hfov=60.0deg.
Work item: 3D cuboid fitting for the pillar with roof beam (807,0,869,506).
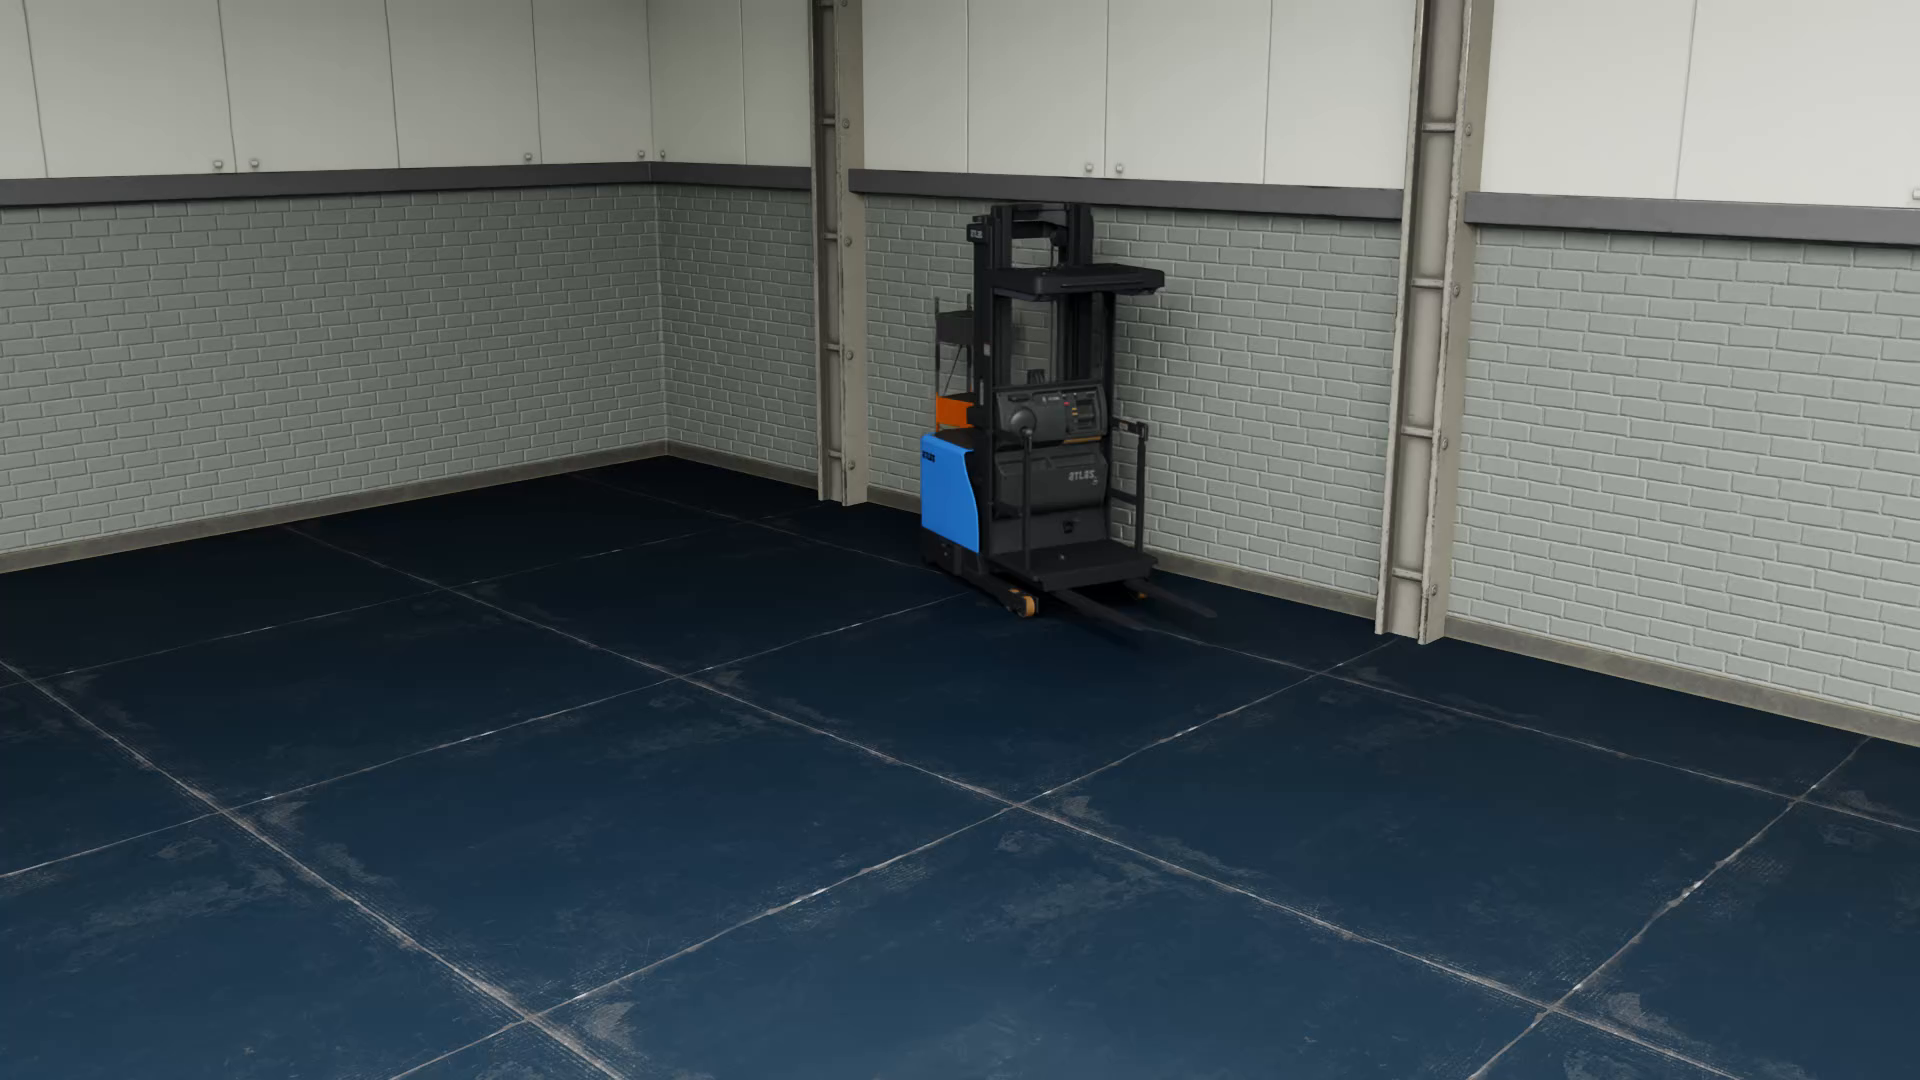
[{"bbox_3d":[-4.098,-3.953,11.756,0.400,9.000,9.100,14,20,42],"label":"pillar with roof beam"}]

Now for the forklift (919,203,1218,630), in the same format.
[{"bbox_3d":[0.796,-0.975,12.359,1.130,2.935,3.031,-8,16,-27],"label":"forklift"}]

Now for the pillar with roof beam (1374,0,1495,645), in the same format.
[{"bbox_3d":[0.221,-2.903,7.726,0.400,9.000,9.100,14,20,42],"label":"pillar with roof beam"}]

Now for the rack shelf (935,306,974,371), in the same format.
[{"bbox_3d":[0.106,-1.666,13.941,0.431,0.518,0.480,-13,20,-41],"label":"rack shelf"}]

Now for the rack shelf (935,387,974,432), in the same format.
[{"bbox_3d":[0.107,-0.989,14.117,0.431,0.518,0.480,-13,20,-41],"label":"rack shelf"}]

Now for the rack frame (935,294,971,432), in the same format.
[{"bbox_3d":[-0.059,-1.047,14.287,0.400,2.100,0.015,-13,20,-41],"label":"rack frame"}]

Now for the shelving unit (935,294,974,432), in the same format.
[{"bbox_3d":[0.106,-1.002,14.114,0.431,2.100,0.503,-13,20,-41],"label":"shelving unit"}]
